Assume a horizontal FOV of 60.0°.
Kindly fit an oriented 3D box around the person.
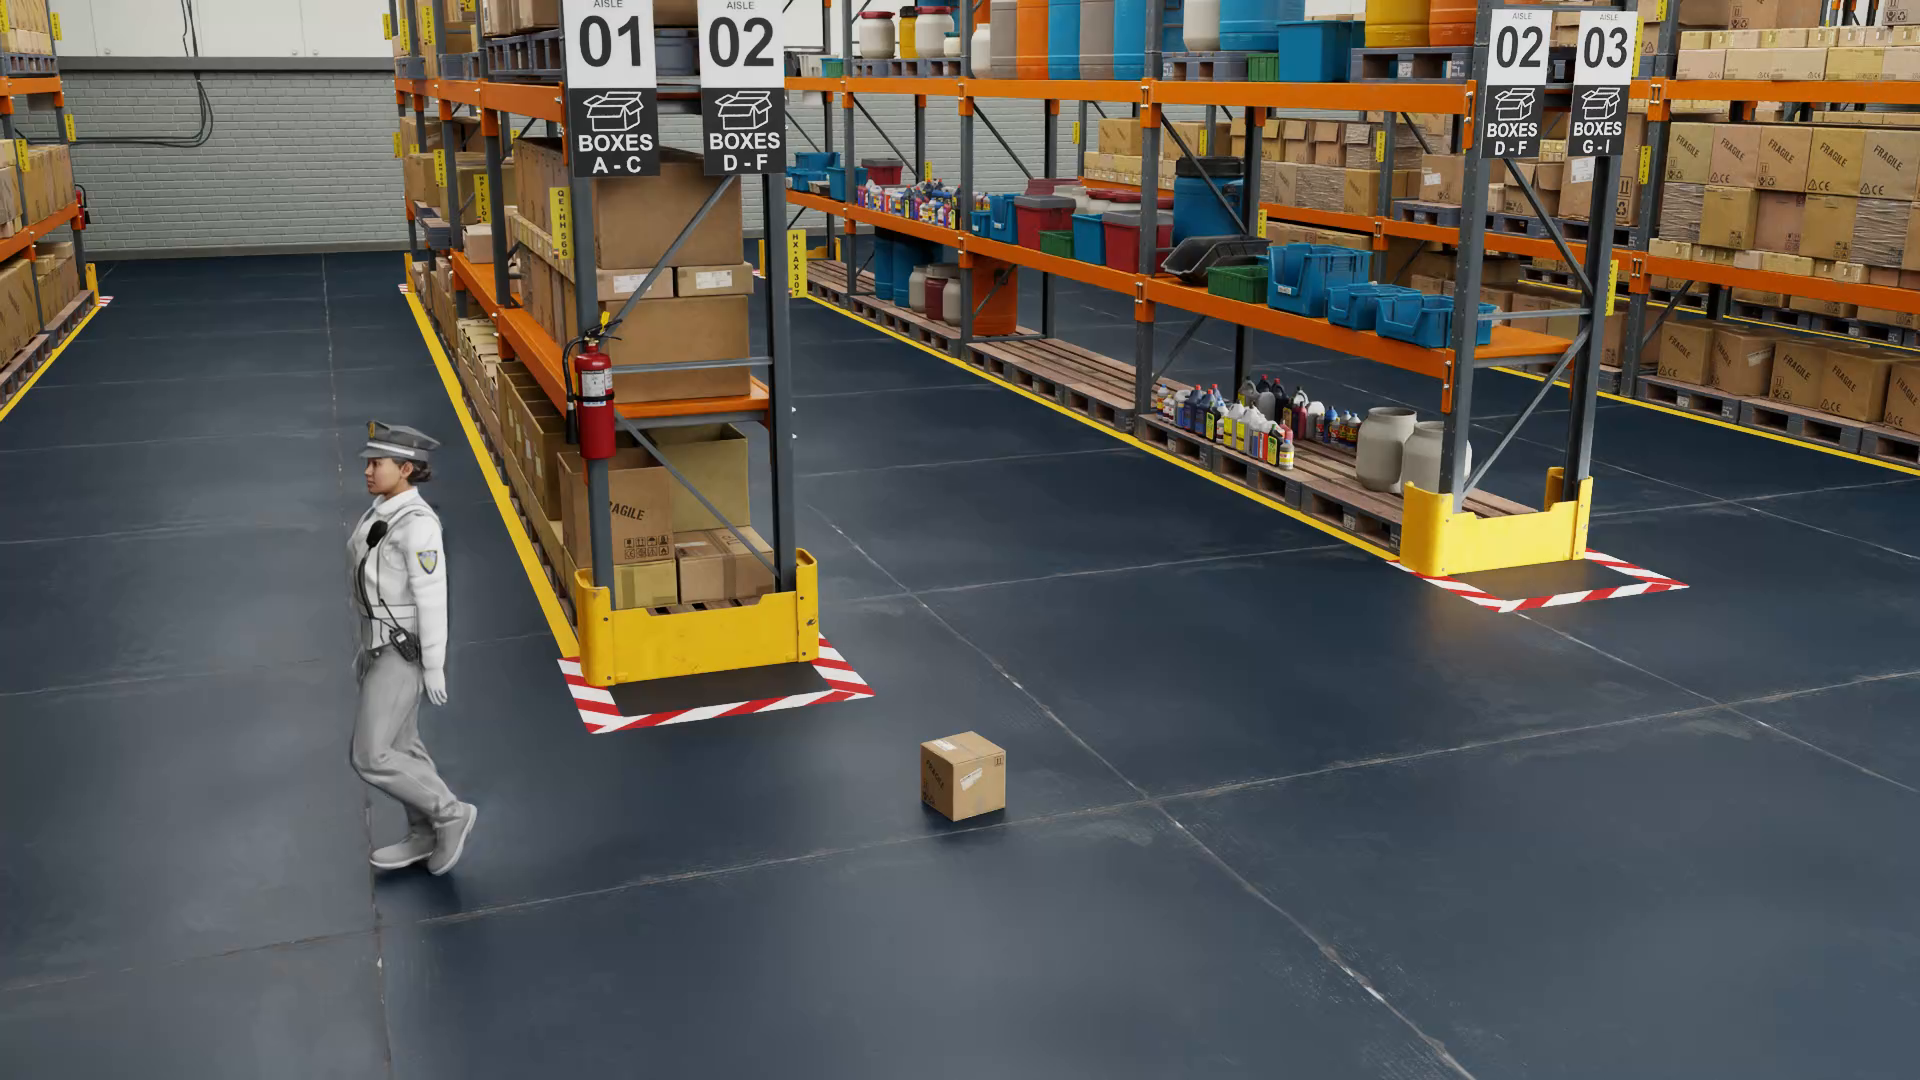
[{"bbox_3d":[-2.027,0.400,5.976,0.435,1.690,0.488,-9,18,-30],"label":"person"}]
